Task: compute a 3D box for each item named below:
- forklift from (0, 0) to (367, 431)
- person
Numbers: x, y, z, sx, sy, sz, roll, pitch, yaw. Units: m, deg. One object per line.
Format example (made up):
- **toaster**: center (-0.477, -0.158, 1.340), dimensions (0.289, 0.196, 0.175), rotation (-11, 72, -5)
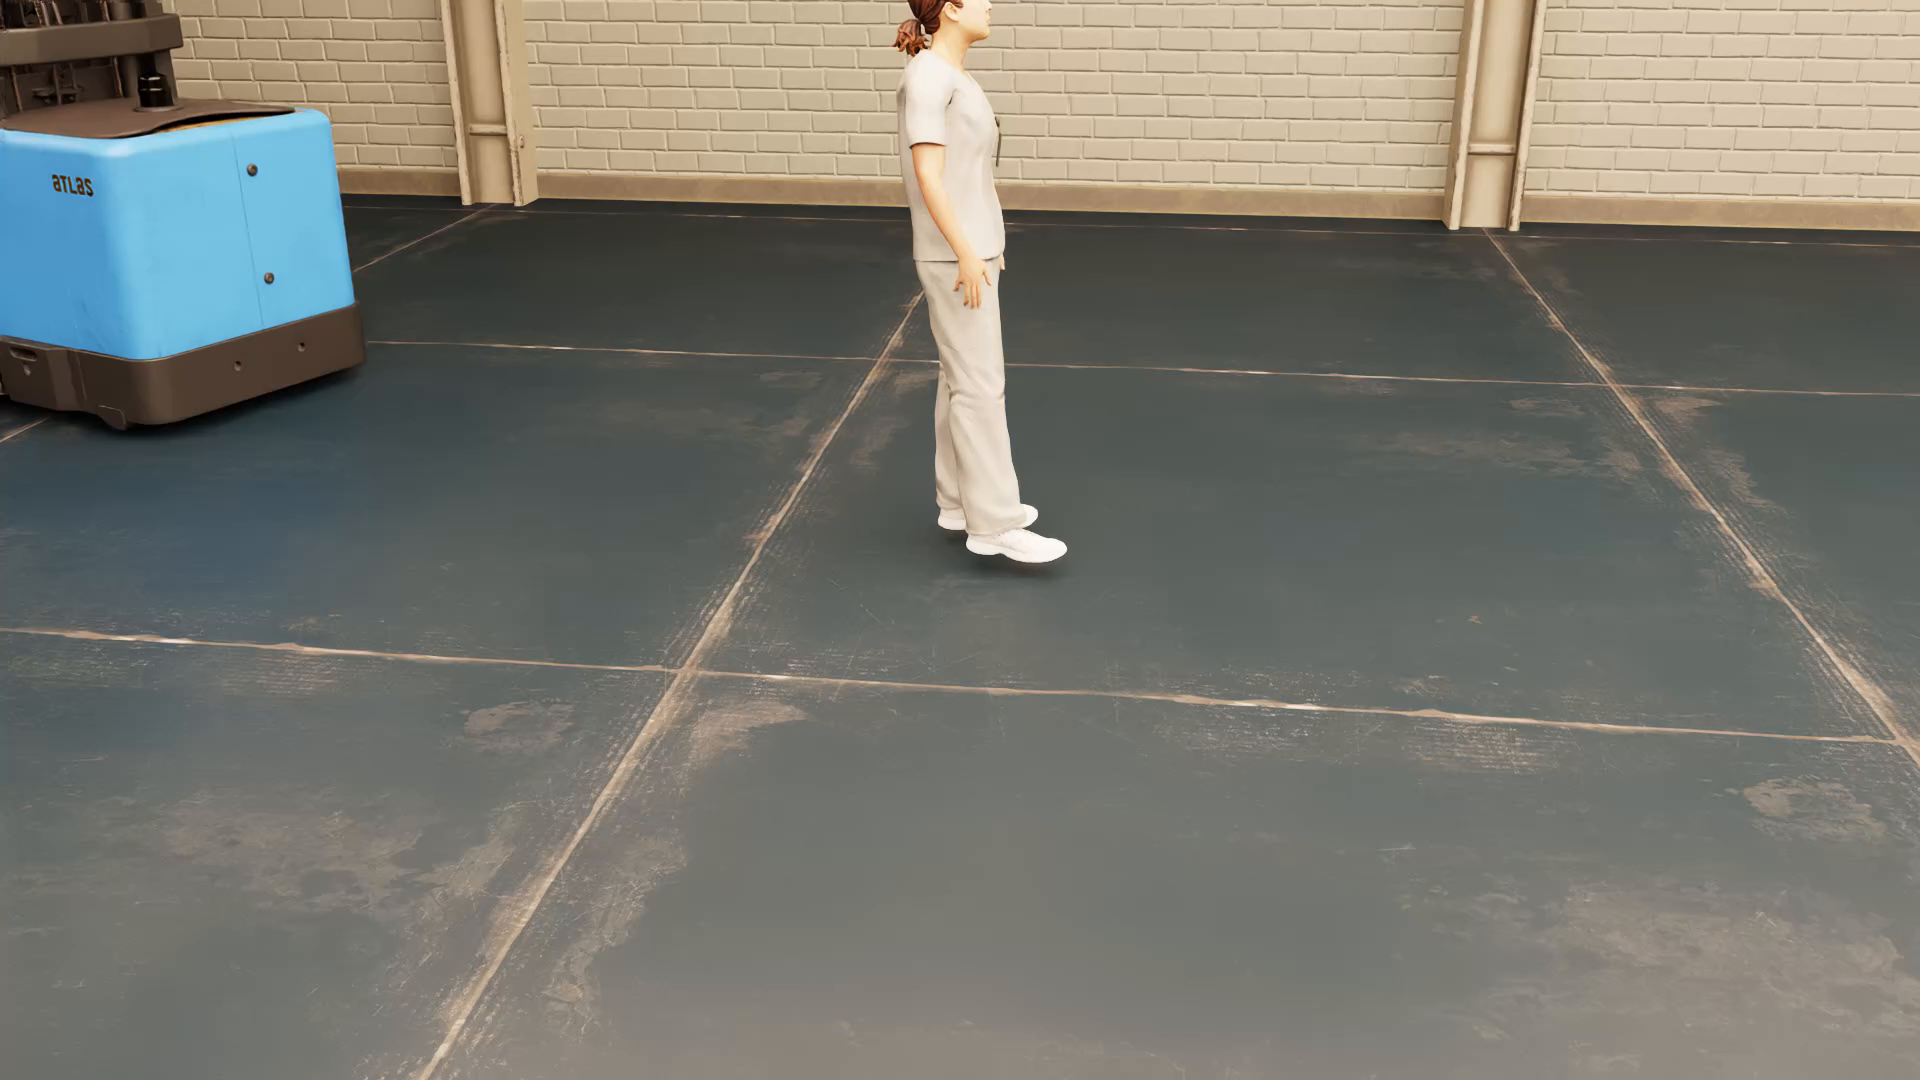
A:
- **forklift**: center (-3.977, -2.134, 6.553), dimensions (3.031, 2.935, 1.130), rotation (11, 25, 26)
- **person**: center (0.072, -0.813, 4.825), dimensions (0.547, 1.673, 0.549), rotation (3, 22, 7)
